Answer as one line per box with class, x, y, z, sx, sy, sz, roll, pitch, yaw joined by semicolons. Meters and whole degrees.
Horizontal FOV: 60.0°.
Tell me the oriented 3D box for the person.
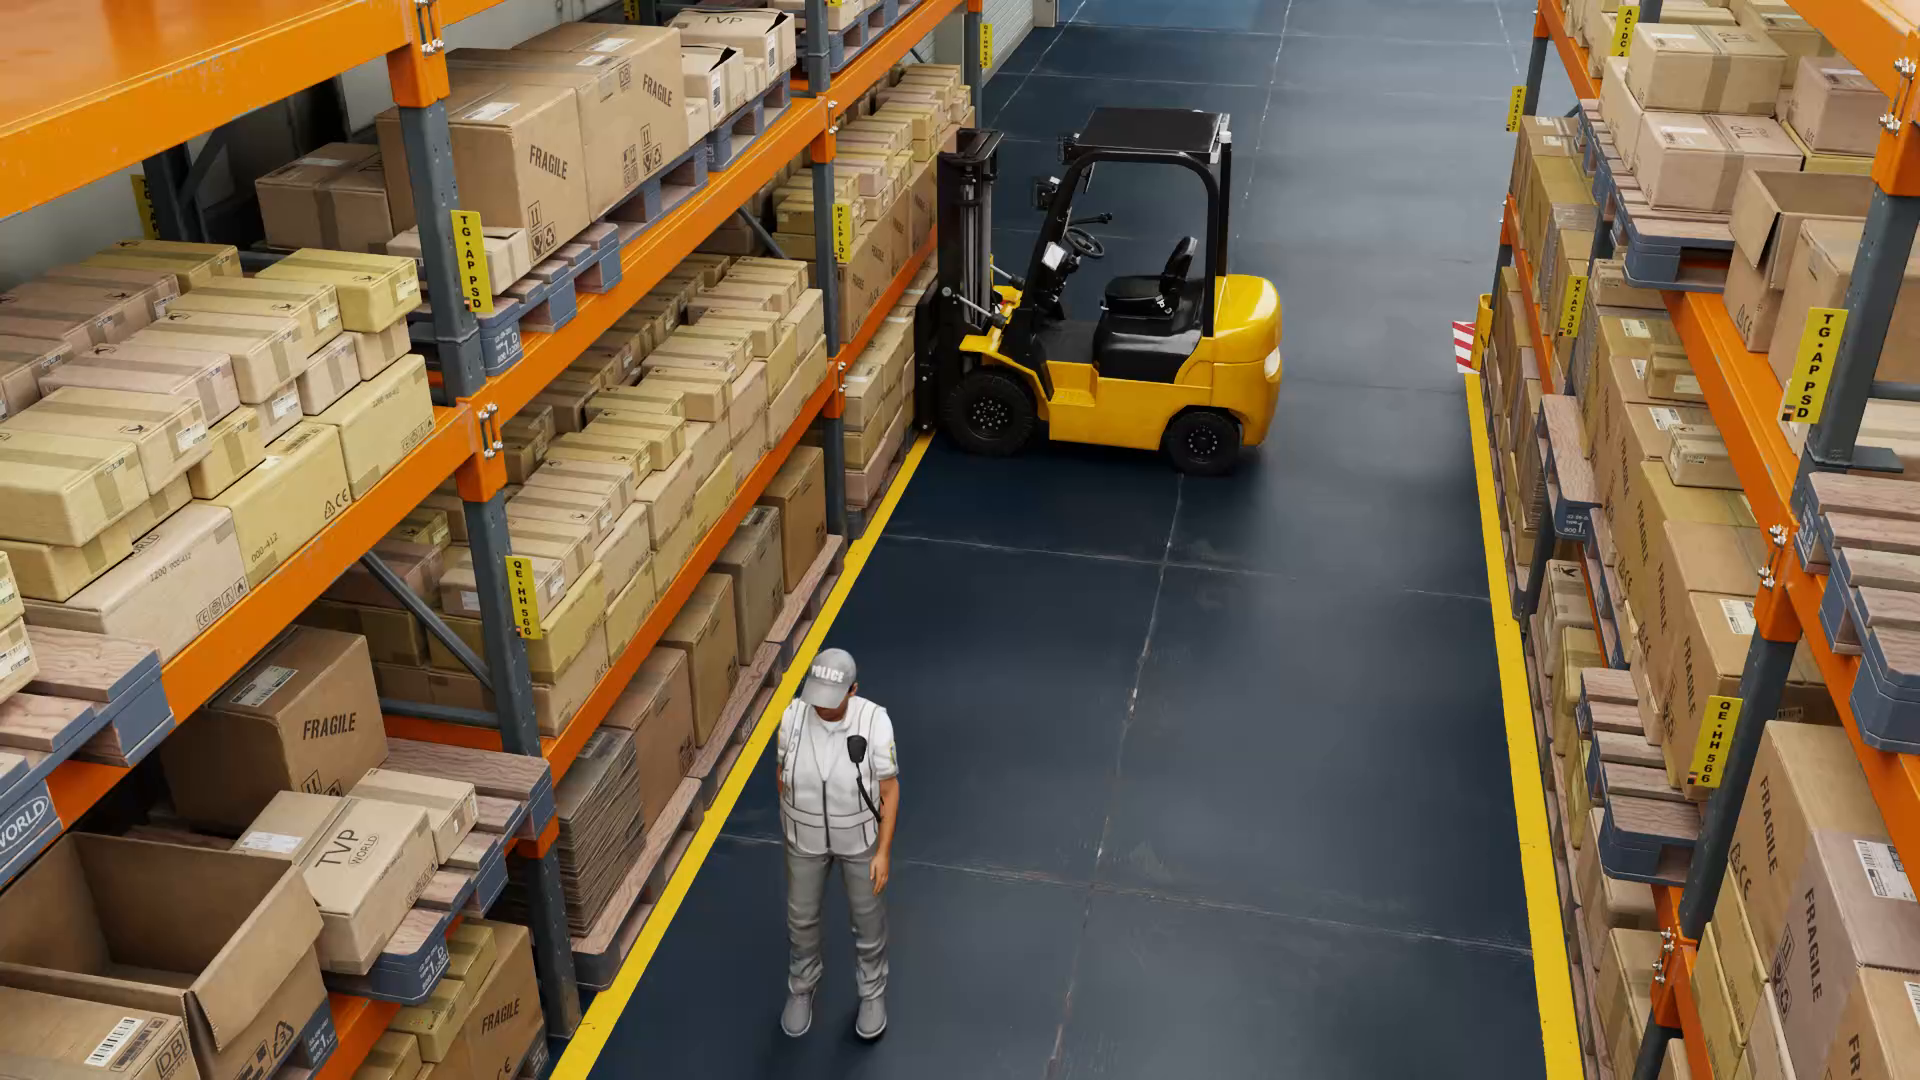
person;-0.478;1.179;6.469;0.495;1.691;0.466;3;29;5
